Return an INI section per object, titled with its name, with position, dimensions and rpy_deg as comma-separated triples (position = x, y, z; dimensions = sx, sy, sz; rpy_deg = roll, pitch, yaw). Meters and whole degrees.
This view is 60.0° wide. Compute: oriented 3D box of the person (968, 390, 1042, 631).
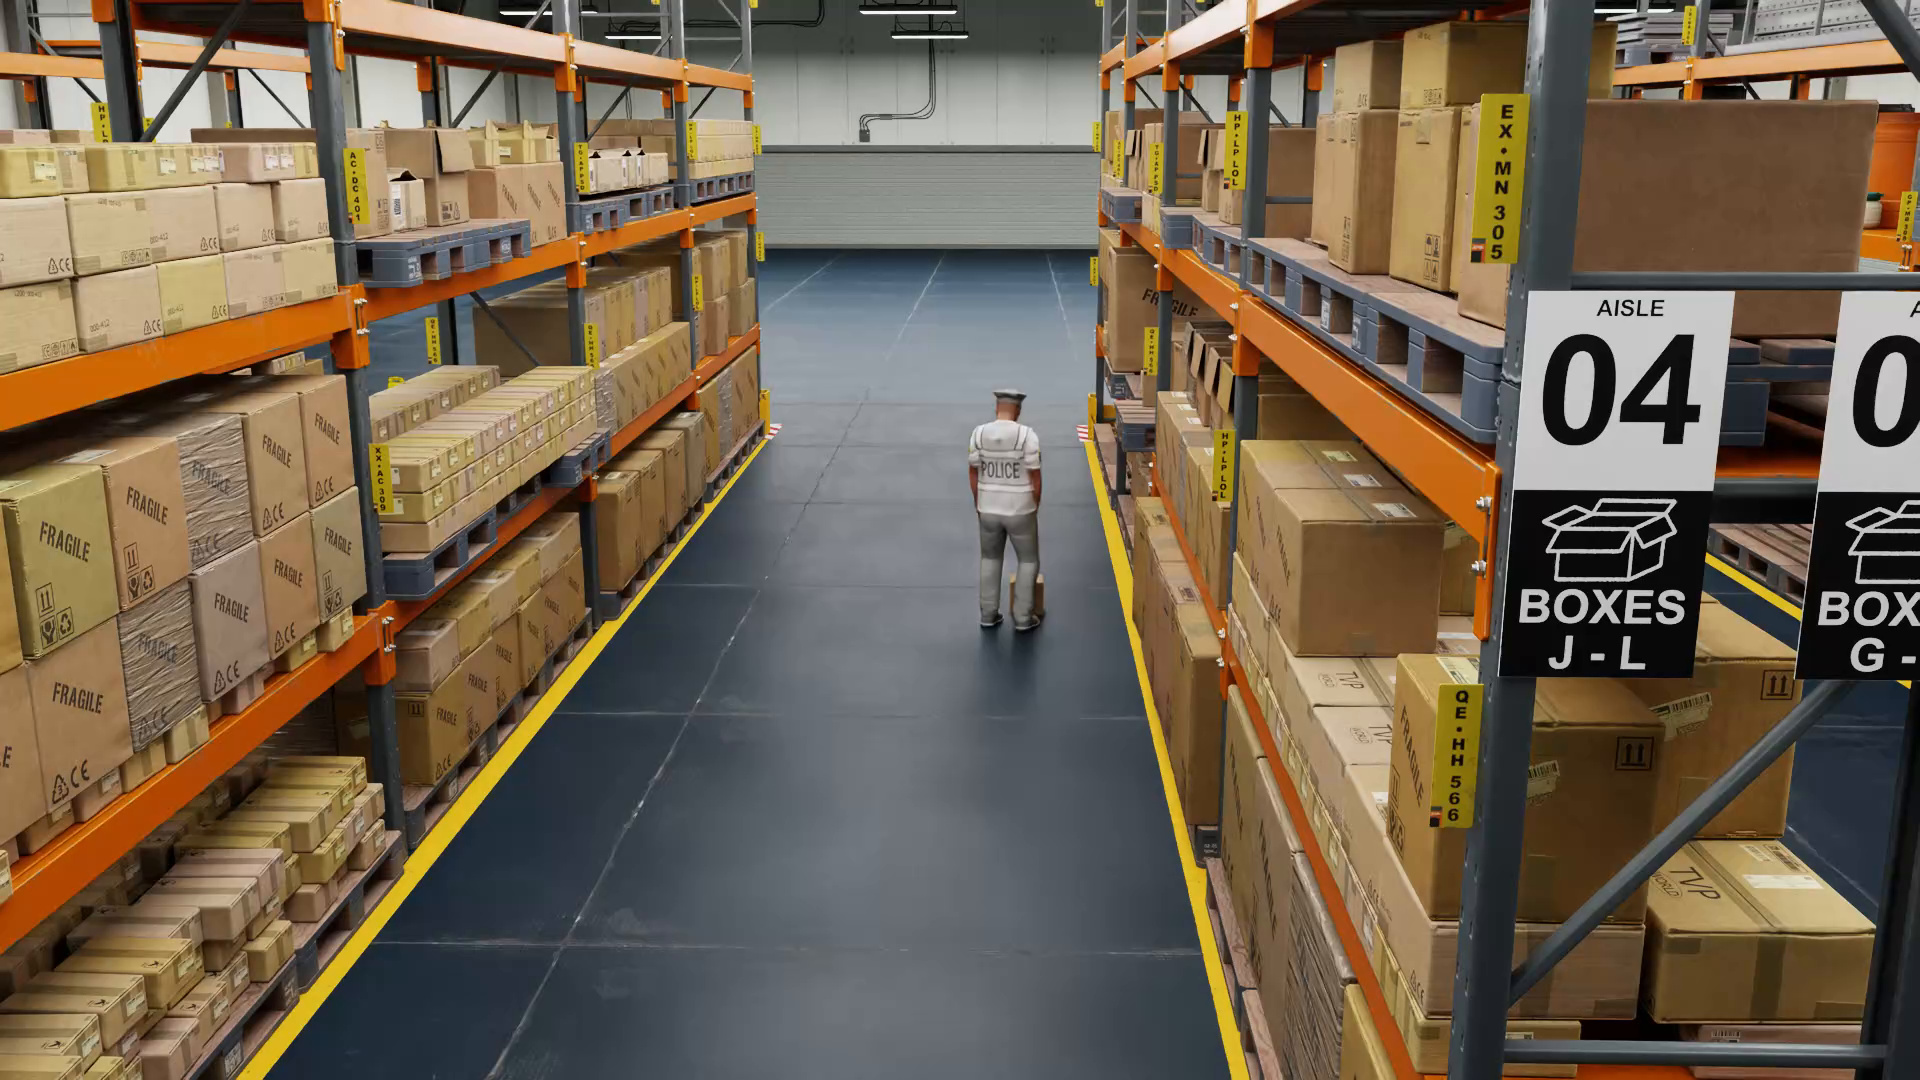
[person]
position = 0.324, -0.209, 11.912
dimensions = 0.544, 1.726, 0.424
rpy_deg = 5, 15, 21
